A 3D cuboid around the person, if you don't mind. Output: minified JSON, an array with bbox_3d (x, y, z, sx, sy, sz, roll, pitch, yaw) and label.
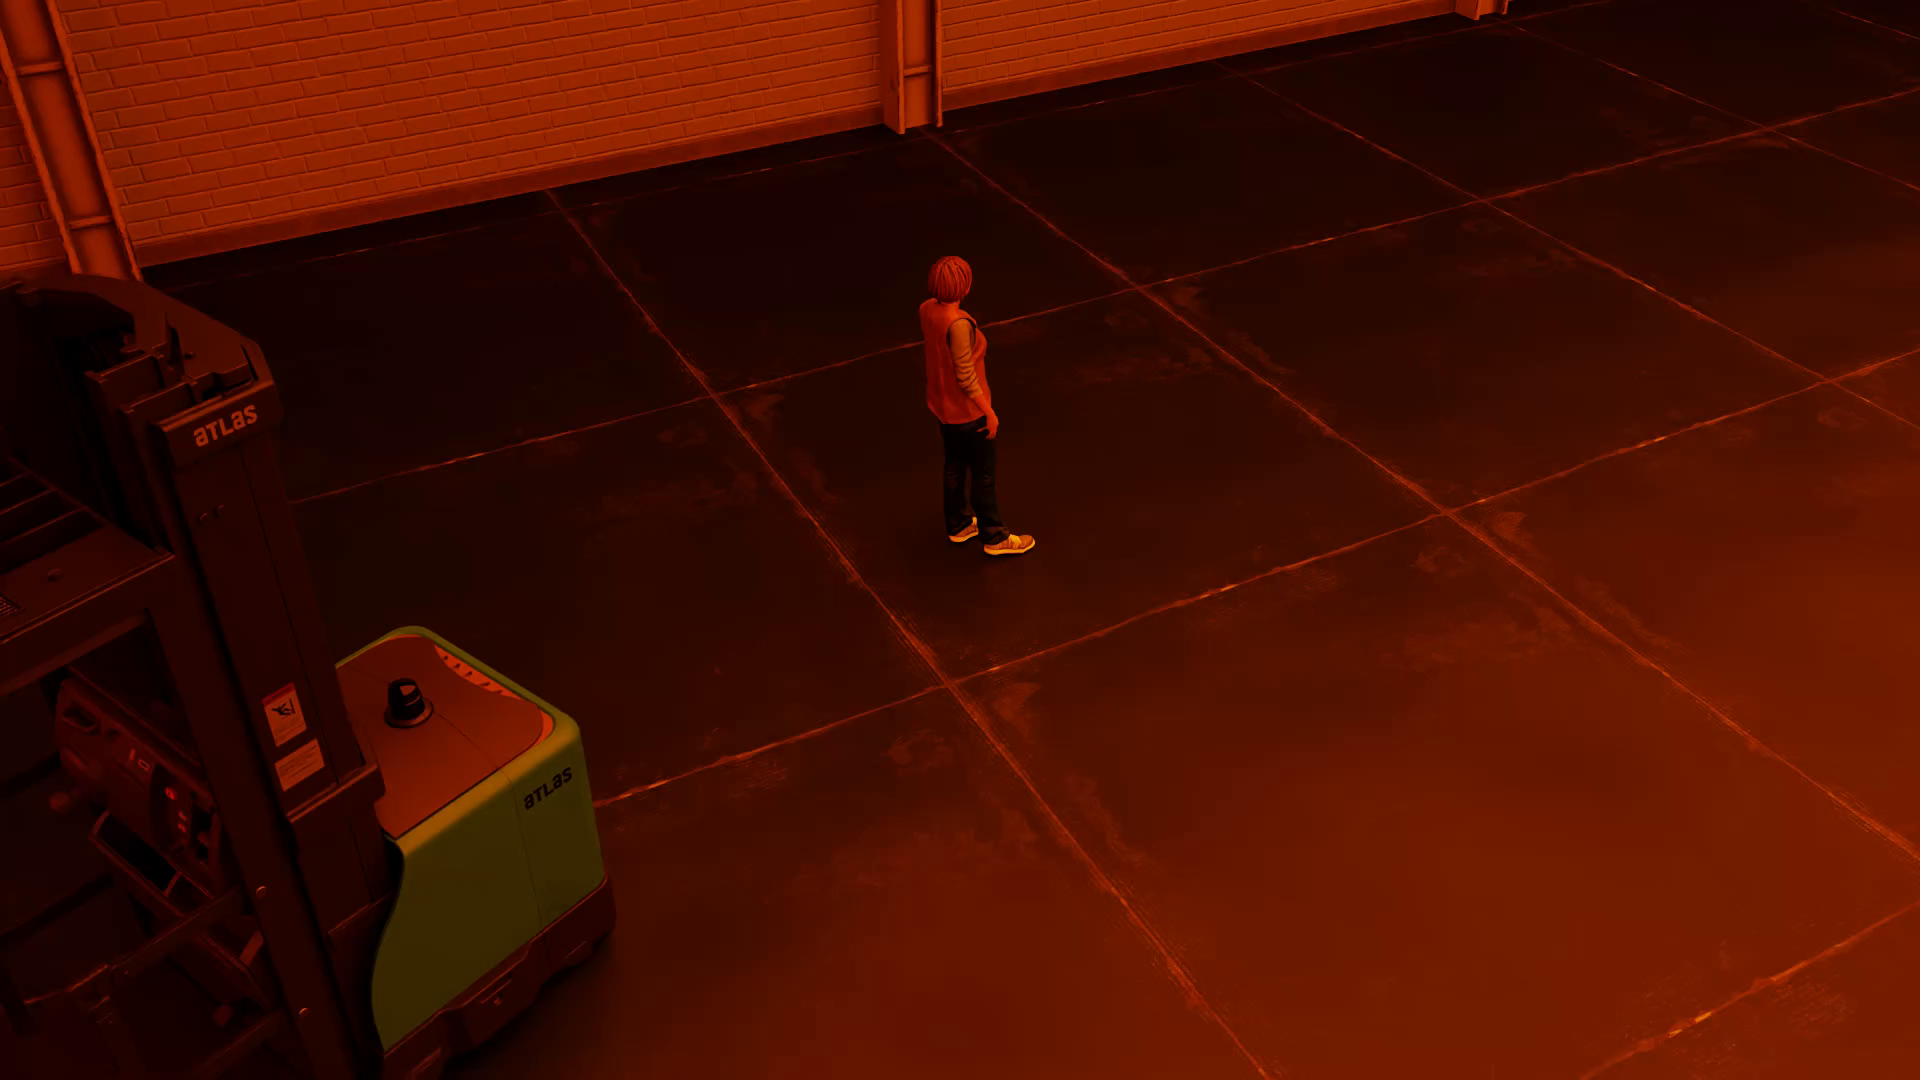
[{"bbox_3d":[0.073,-0.671,8.215,0.473,1.599,0.520,-17,39,-23],"label":"person"}]

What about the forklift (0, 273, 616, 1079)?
[{"bbox_3d":[-2.641,0.823,4.959,1.130,2.935,3.031,24,42,30],"label":"forklift"}]
